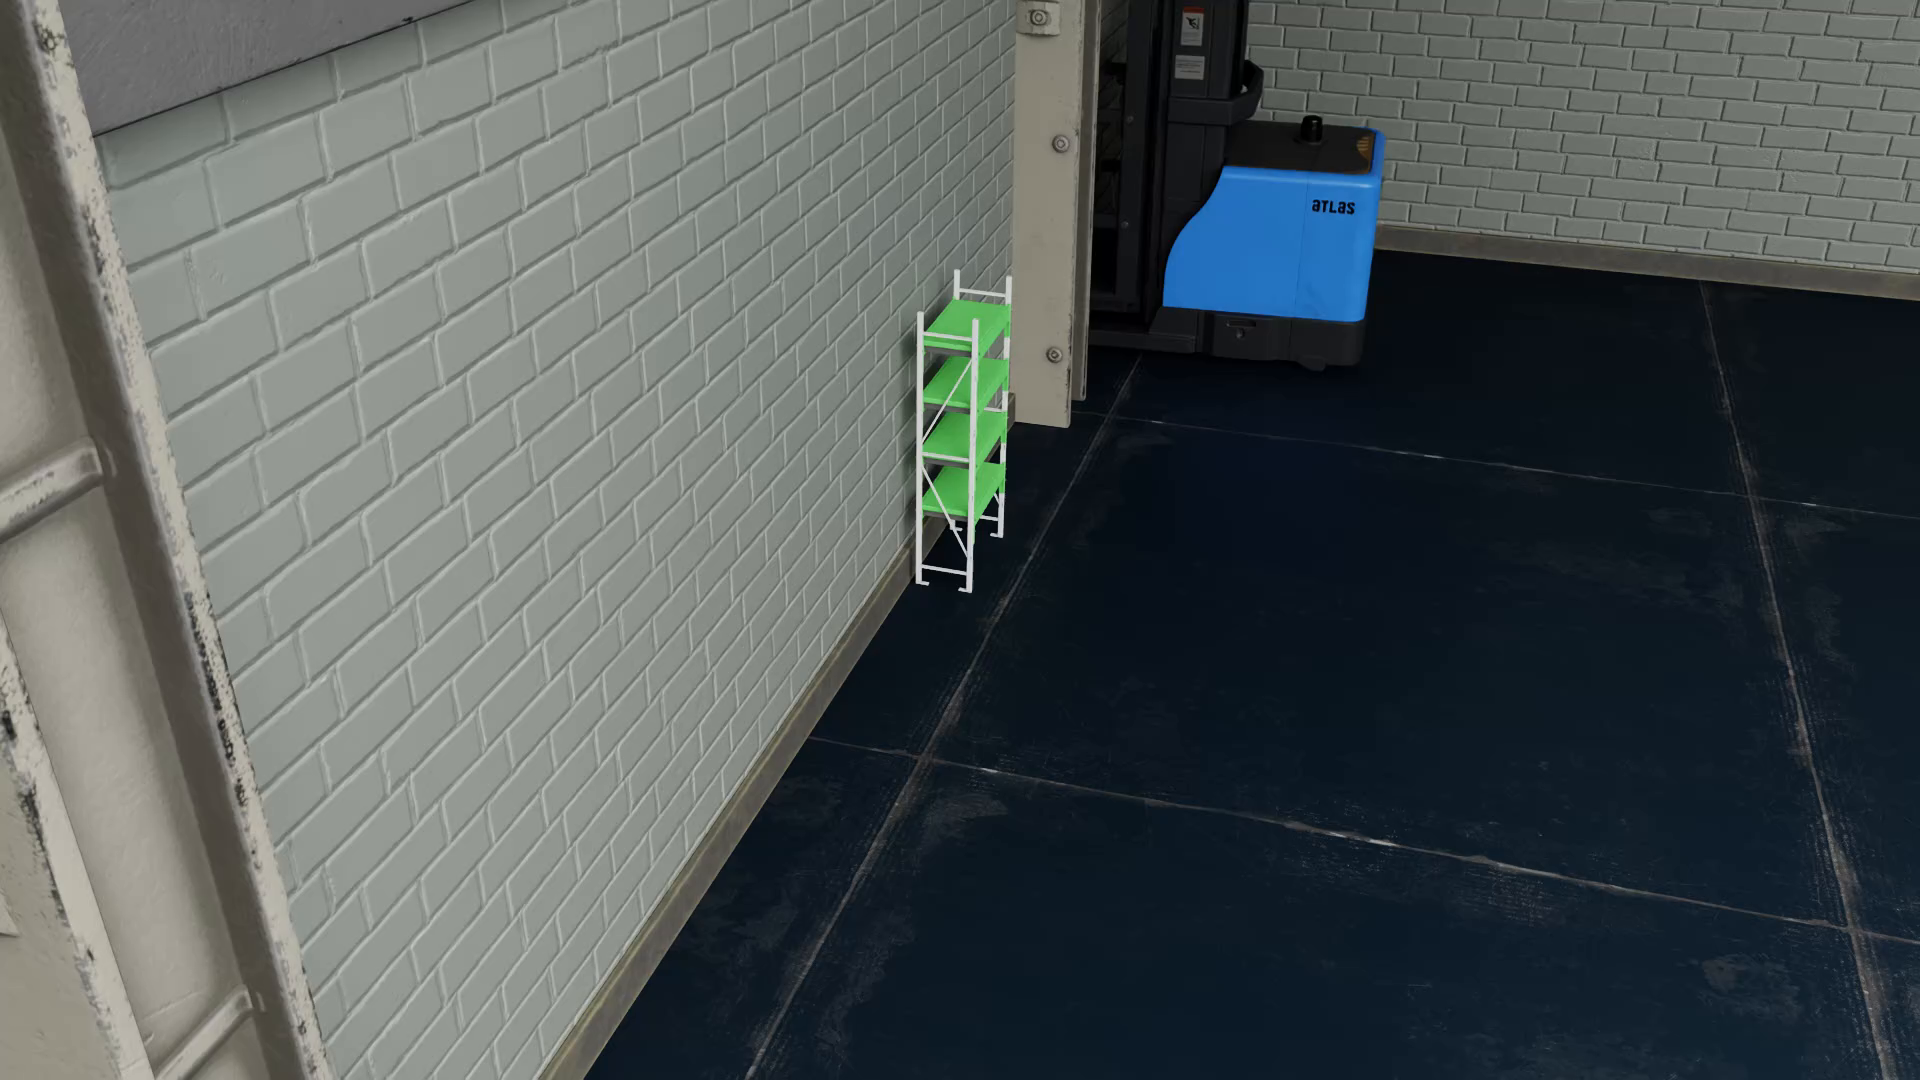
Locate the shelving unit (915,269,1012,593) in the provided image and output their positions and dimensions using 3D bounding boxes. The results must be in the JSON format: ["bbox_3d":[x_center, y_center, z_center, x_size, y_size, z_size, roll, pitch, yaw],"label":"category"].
[{"bbox_3d":[0.013,-0.441,6.803,0.258,1.200,0.503,9,30,14],"label":"shelving unit"}]

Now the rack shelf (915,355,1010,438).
[{"bbox_3d":[0.016,-0.594,6.717,0.258,0.148,0.480,9,30,14],"label":"rack shelf"}]

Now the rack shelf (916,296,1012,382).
[{"bbox_3d":[0.020,-0.803,6.599,0.258,0.148,0.480,9,30,14],"label":"rack shelf"}]

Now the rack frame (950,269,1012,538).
[{"bbox_3d":[0.082,-0.555,7.008,0.240,1.200,0.015,9,30,14],"label":"rack frame"}]

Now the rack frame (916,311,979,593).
[{"bbox_3d":[-0.057,-0.327,6.599,0.240,1.200,0.015,9,30,14],"label":"rack frame"}]

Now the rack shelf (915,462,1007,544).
[{"bbox_3d":[0.007,-0.176,6.952,0.258,0.148,0.480,9,30,14],"label":"rack shelf"}]

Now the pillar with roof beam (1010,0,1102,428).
[{"bbox_3d":[4.560,-3.988,5.162,9.100,9.000,0.400,8,30,15],"label":"pillar with roof beam"}]

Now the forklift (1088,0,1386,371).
[{"bbox_3d":[0.763,-2.548,8.816,3.031,2.935,1.130,7,30,12],"label":"forklift"}]

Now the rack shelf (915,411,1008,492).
[{"bbox_3d":[0.011,-0.385,6.835,0.258,0.148,0.480,9,30,14],"label":"rack shelf"}]
